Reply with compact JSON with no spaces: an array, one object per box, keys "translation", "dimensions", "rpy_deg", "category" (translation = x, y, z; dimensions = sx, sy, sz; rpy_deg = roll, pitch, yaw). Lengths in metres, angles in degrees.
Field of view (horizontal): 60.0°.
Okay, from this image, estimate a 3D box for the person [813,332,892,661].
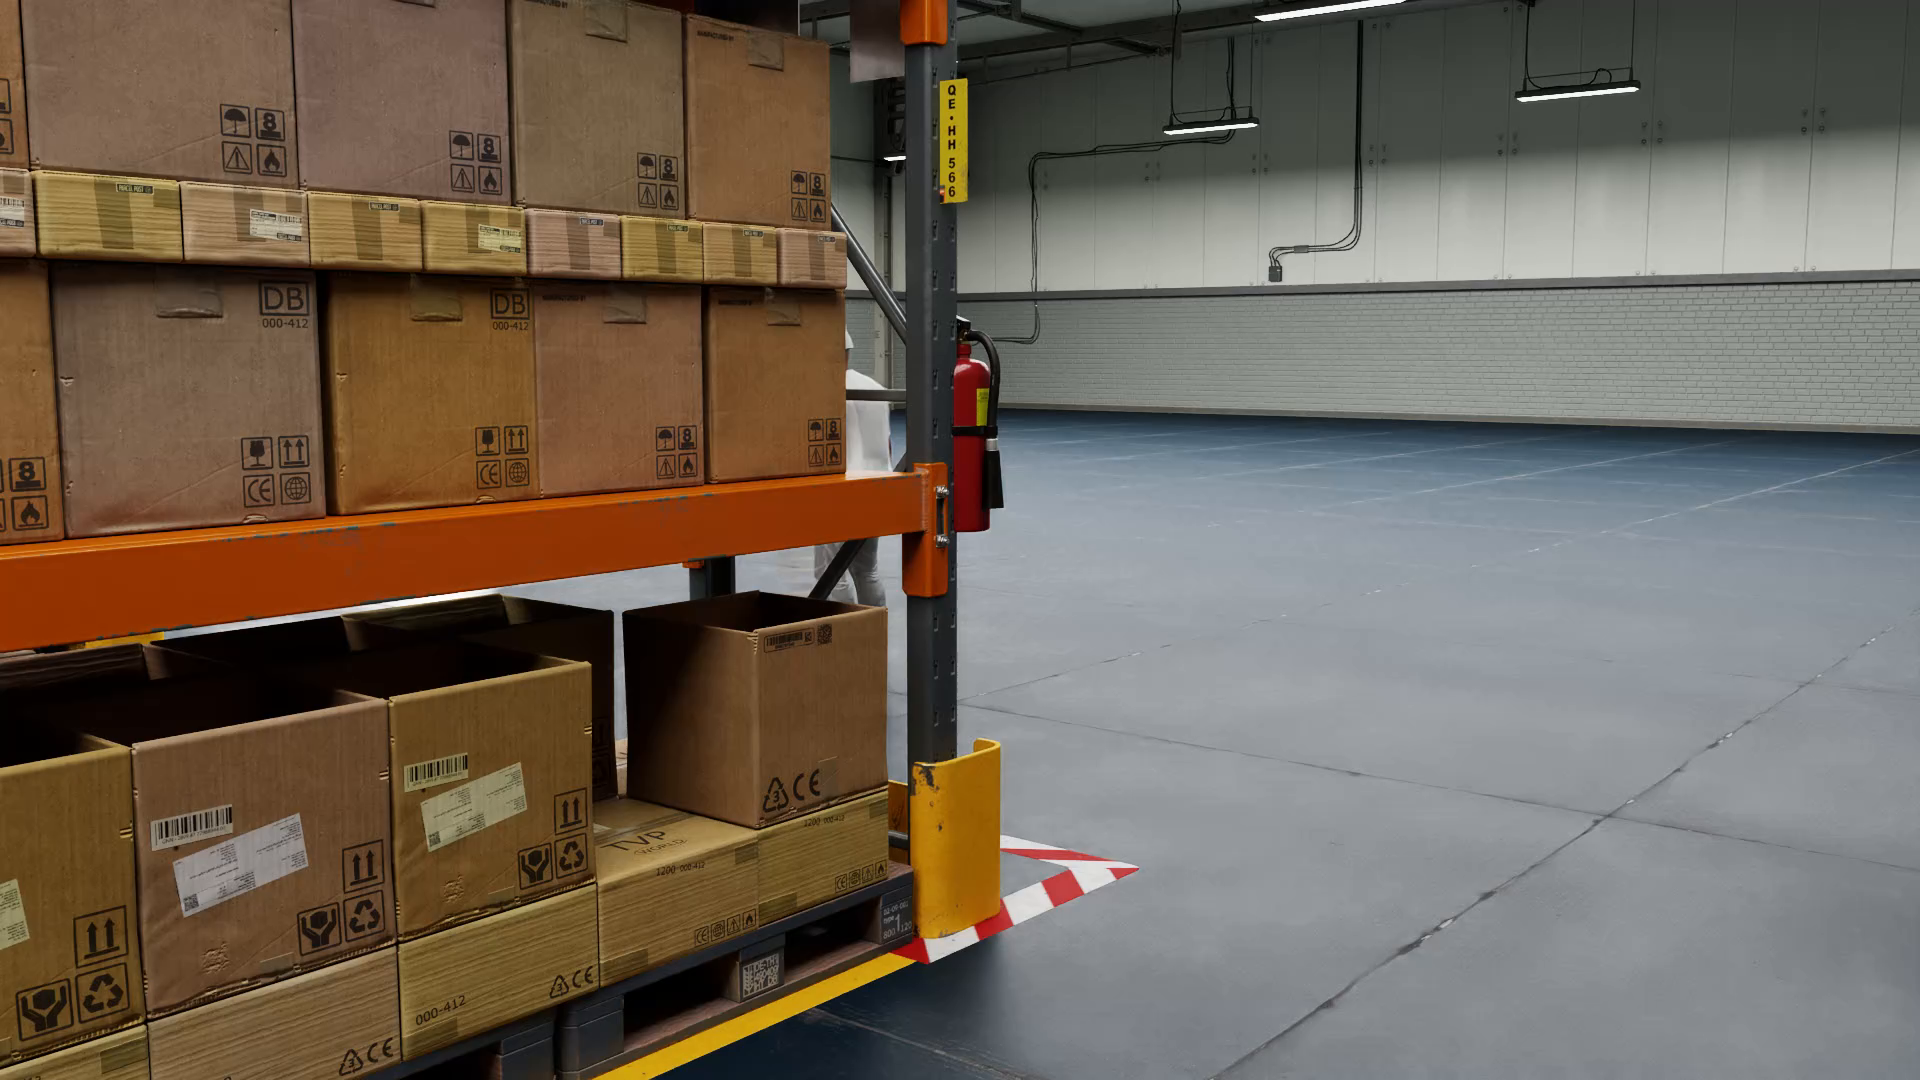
[{"translation":[-0.595,-0.220,8.550],"dimensions":[0.462,1.759,0.632],"rpy_deg":[5,8,35],"category":"person"}]
